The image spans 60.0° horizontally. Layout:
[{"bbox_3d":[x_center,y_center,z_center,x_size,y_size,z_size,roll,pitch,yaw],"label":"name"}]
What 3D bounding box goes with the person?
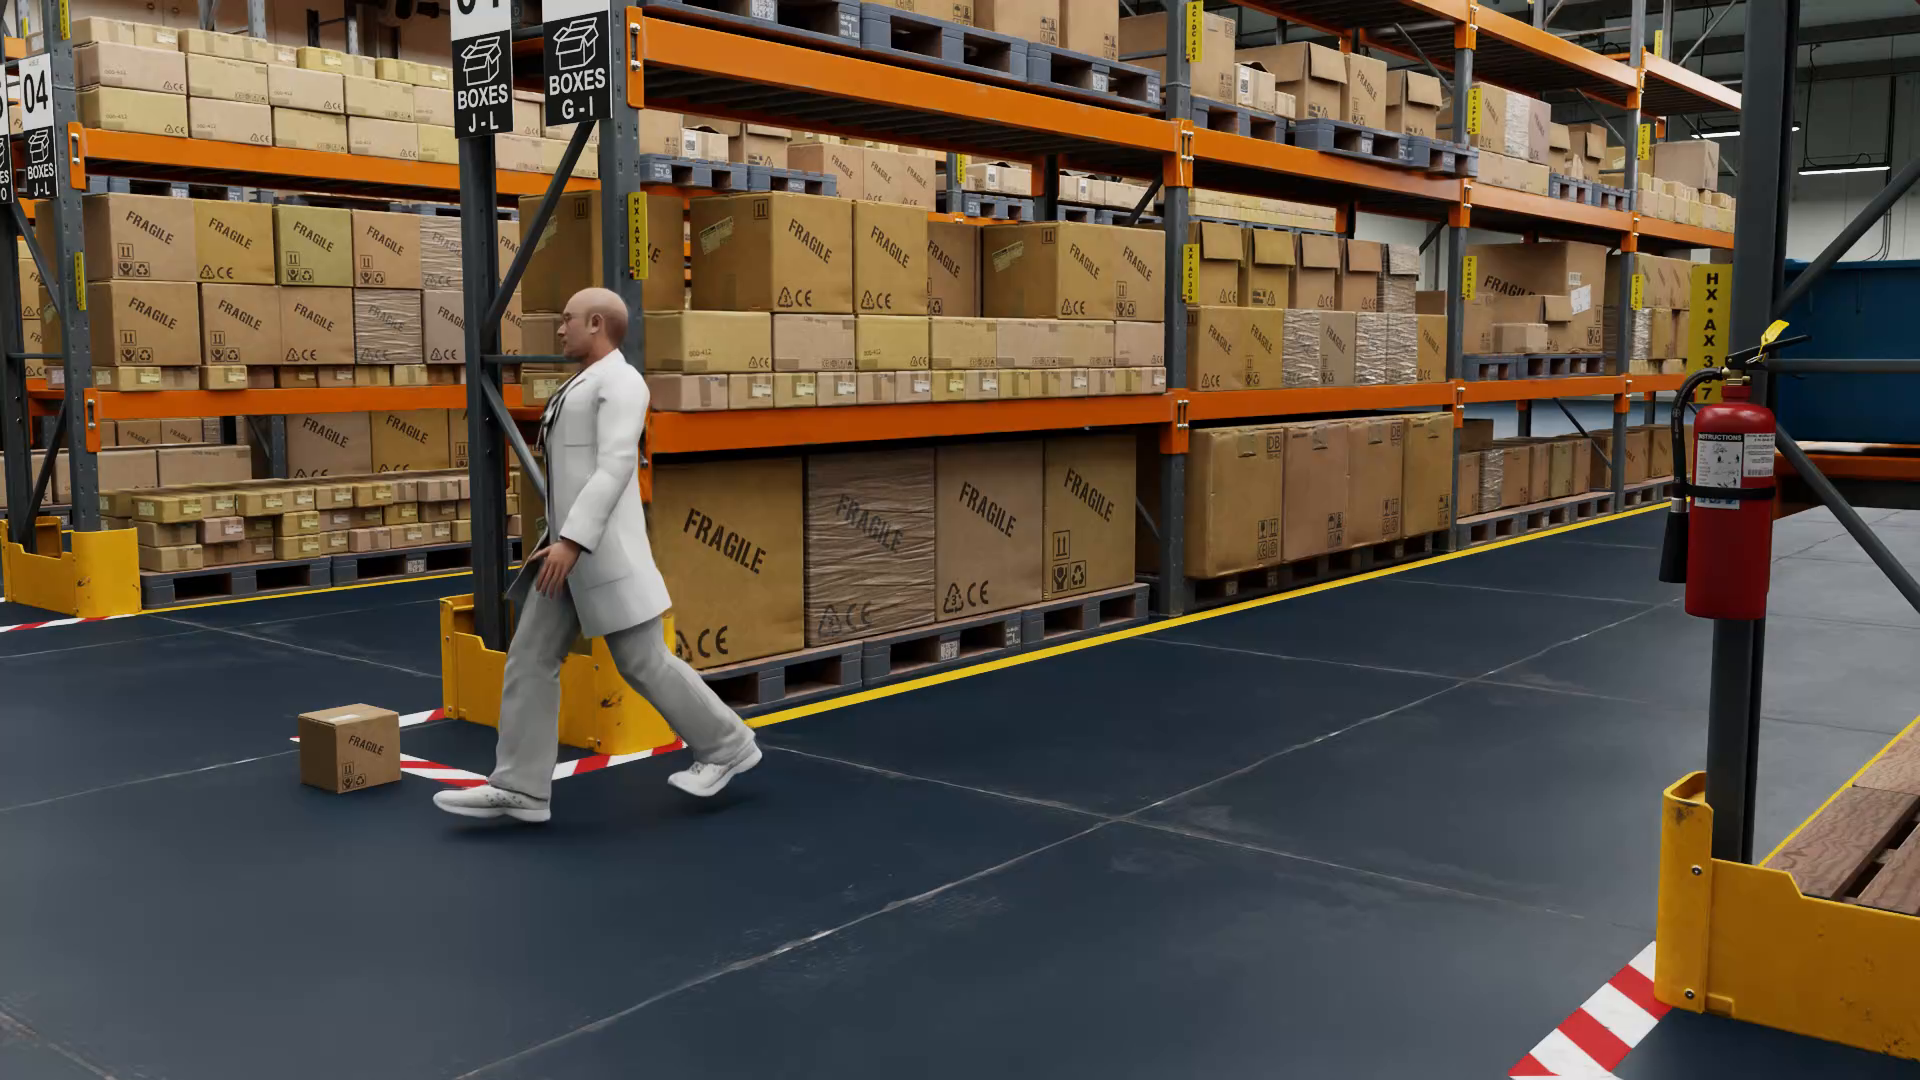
[{"bbox_3d":[-1.199,0.041,5.471,1.076,1.732,0.594,-4,8,-30],"label":"person"}]
